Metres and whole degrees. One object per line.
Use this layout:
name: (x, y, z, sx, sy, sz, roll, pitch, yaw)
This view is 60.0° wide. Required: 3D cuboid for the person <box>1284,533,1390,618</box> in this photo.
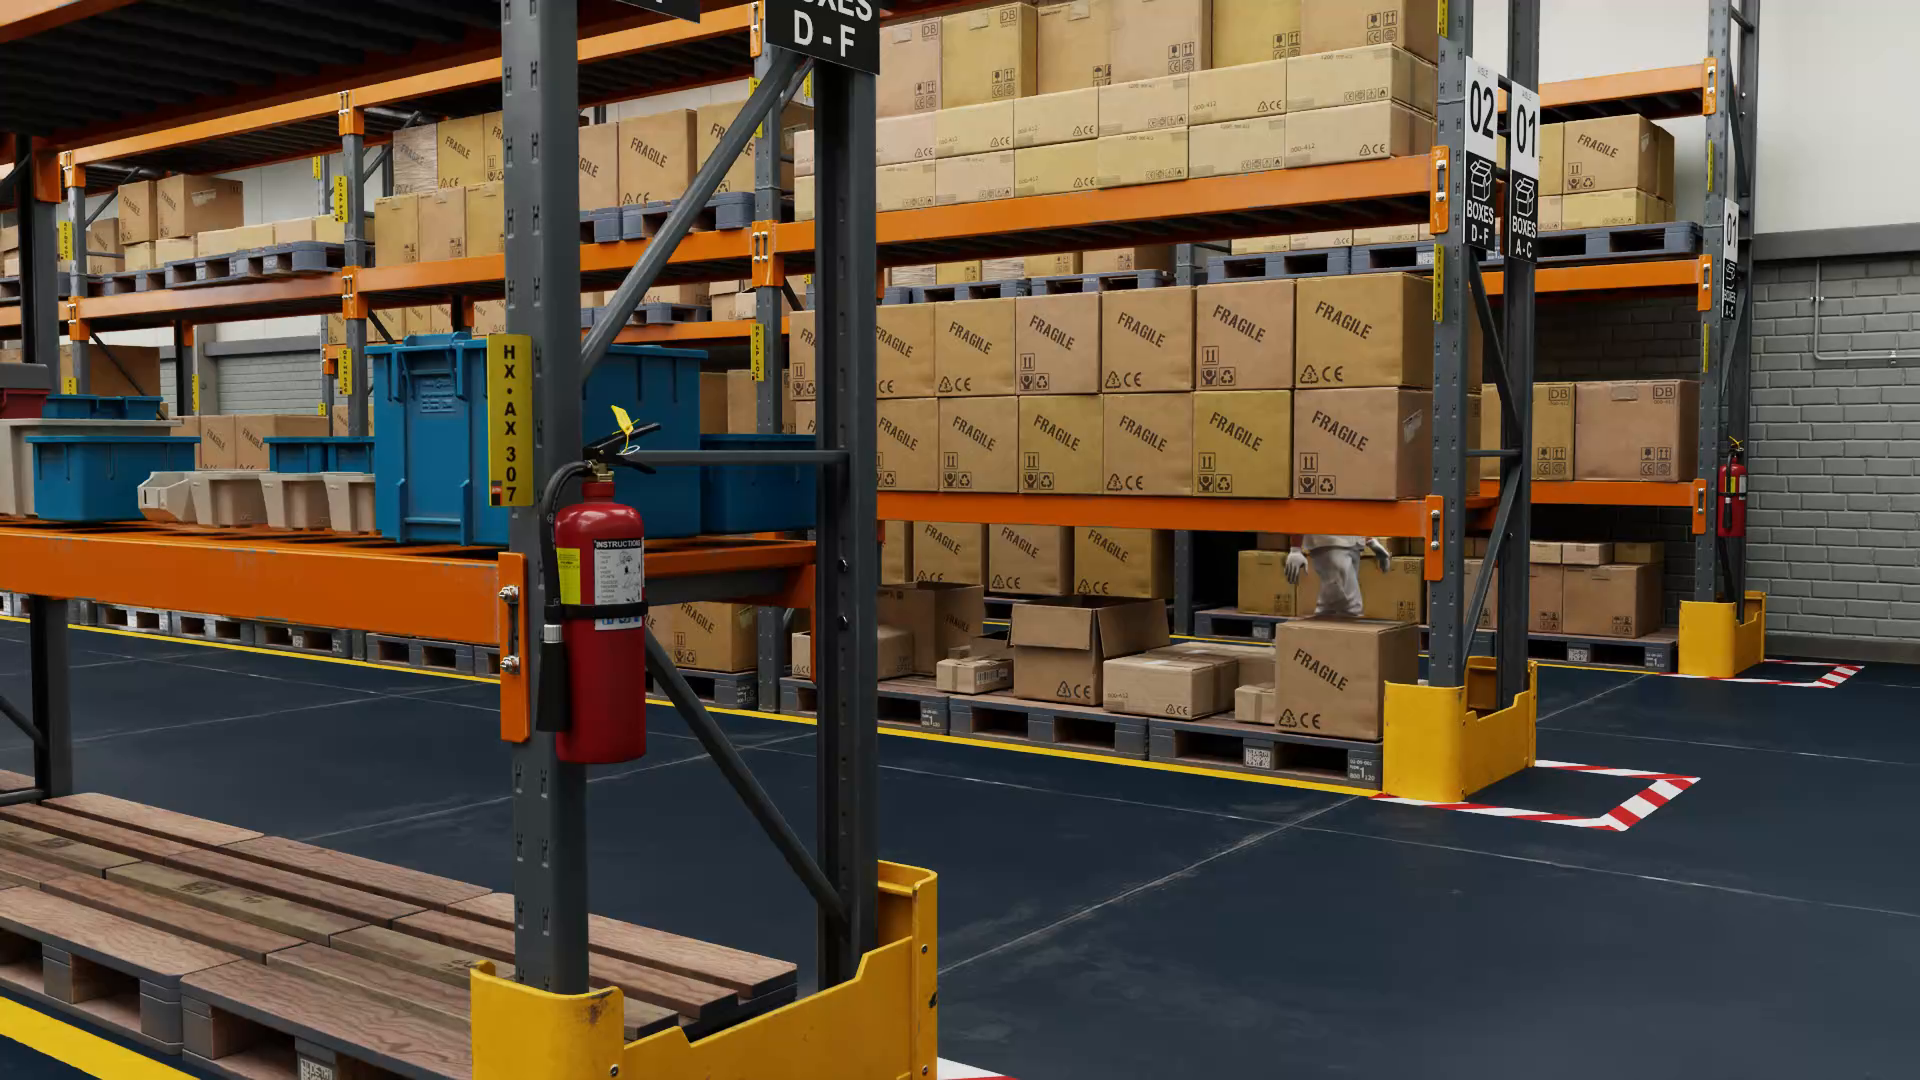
person: (2.314, 0.095, 9.921, 0.773, 1.809, 0.594, 3, 4, 44)
